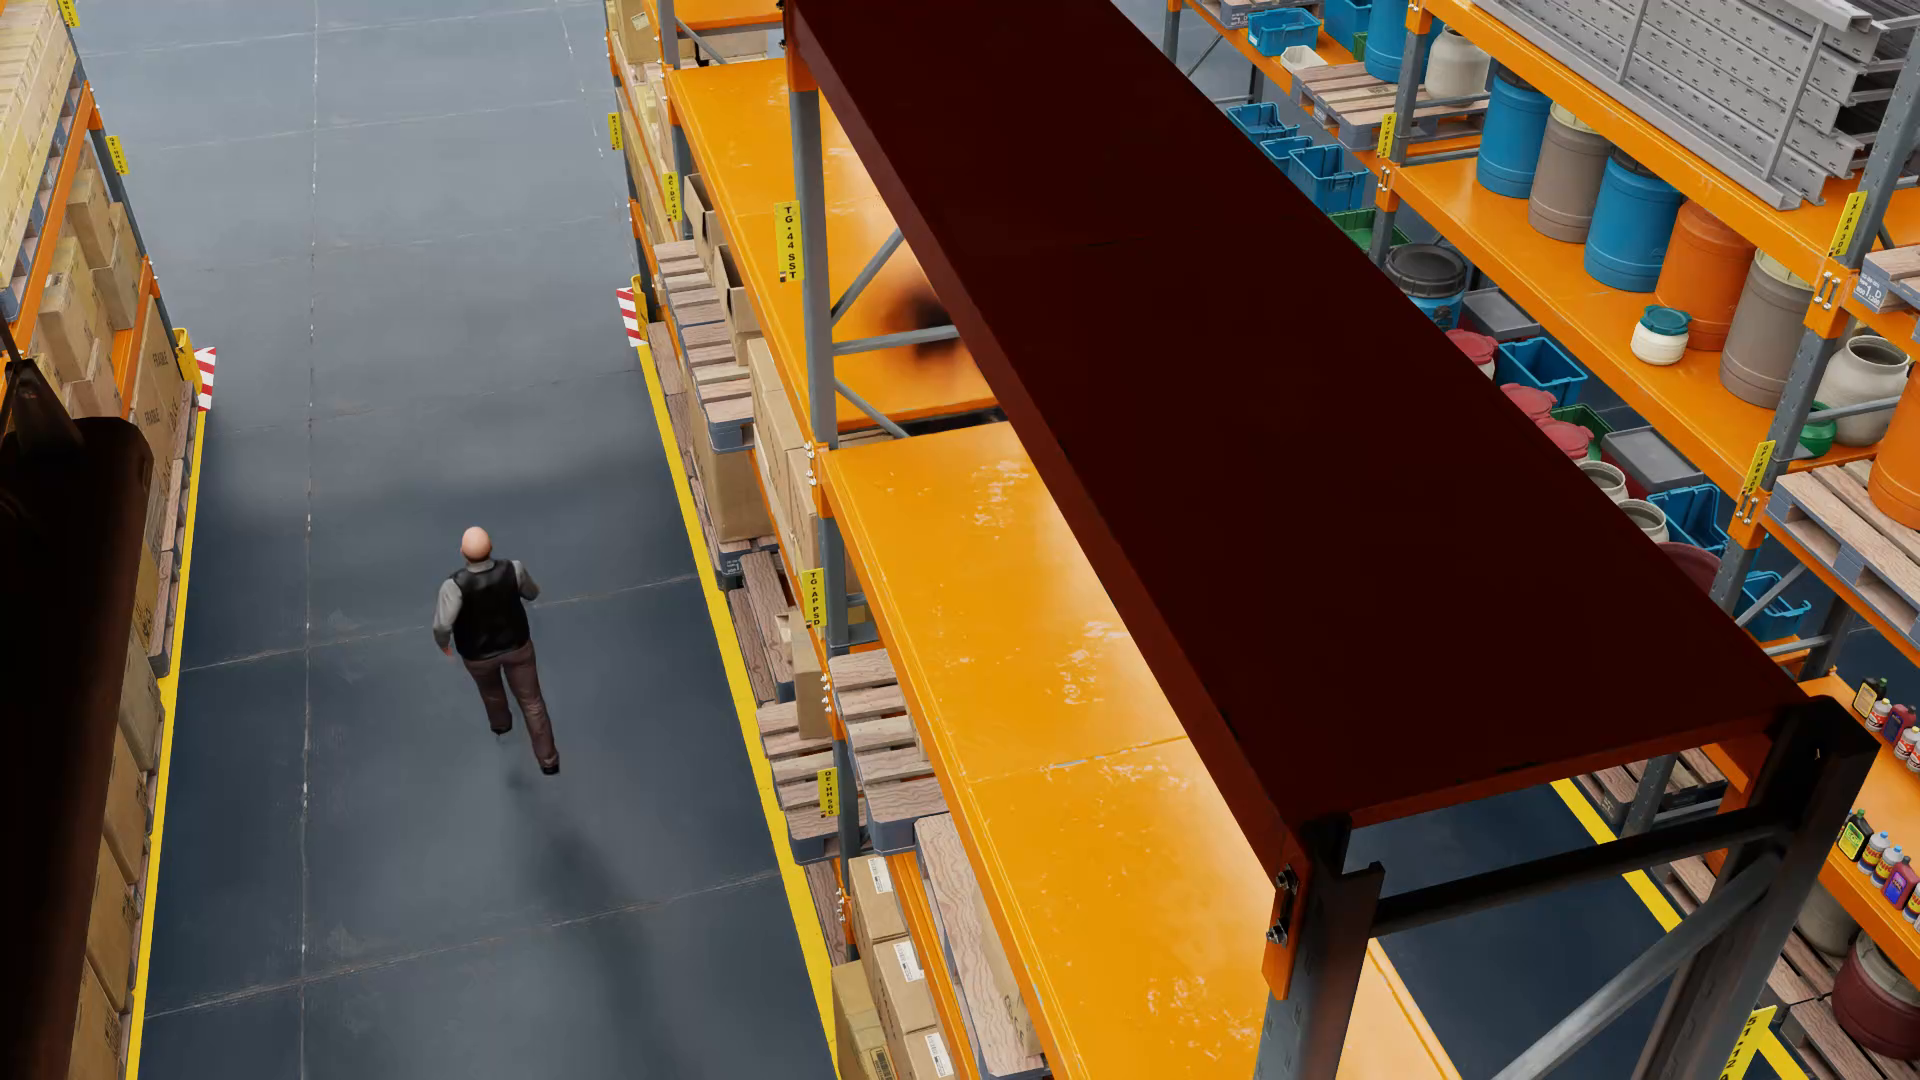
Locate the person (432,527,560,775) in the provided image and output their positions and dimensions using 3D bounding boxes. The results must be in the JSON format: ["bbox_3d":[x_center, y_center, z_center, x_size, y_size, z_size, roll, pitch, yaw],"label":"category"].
[{"bbox_3d":[-2.810,0.696,10.110,0.664,1.801,0.850,-15,41,-18],"label":"person"}]
